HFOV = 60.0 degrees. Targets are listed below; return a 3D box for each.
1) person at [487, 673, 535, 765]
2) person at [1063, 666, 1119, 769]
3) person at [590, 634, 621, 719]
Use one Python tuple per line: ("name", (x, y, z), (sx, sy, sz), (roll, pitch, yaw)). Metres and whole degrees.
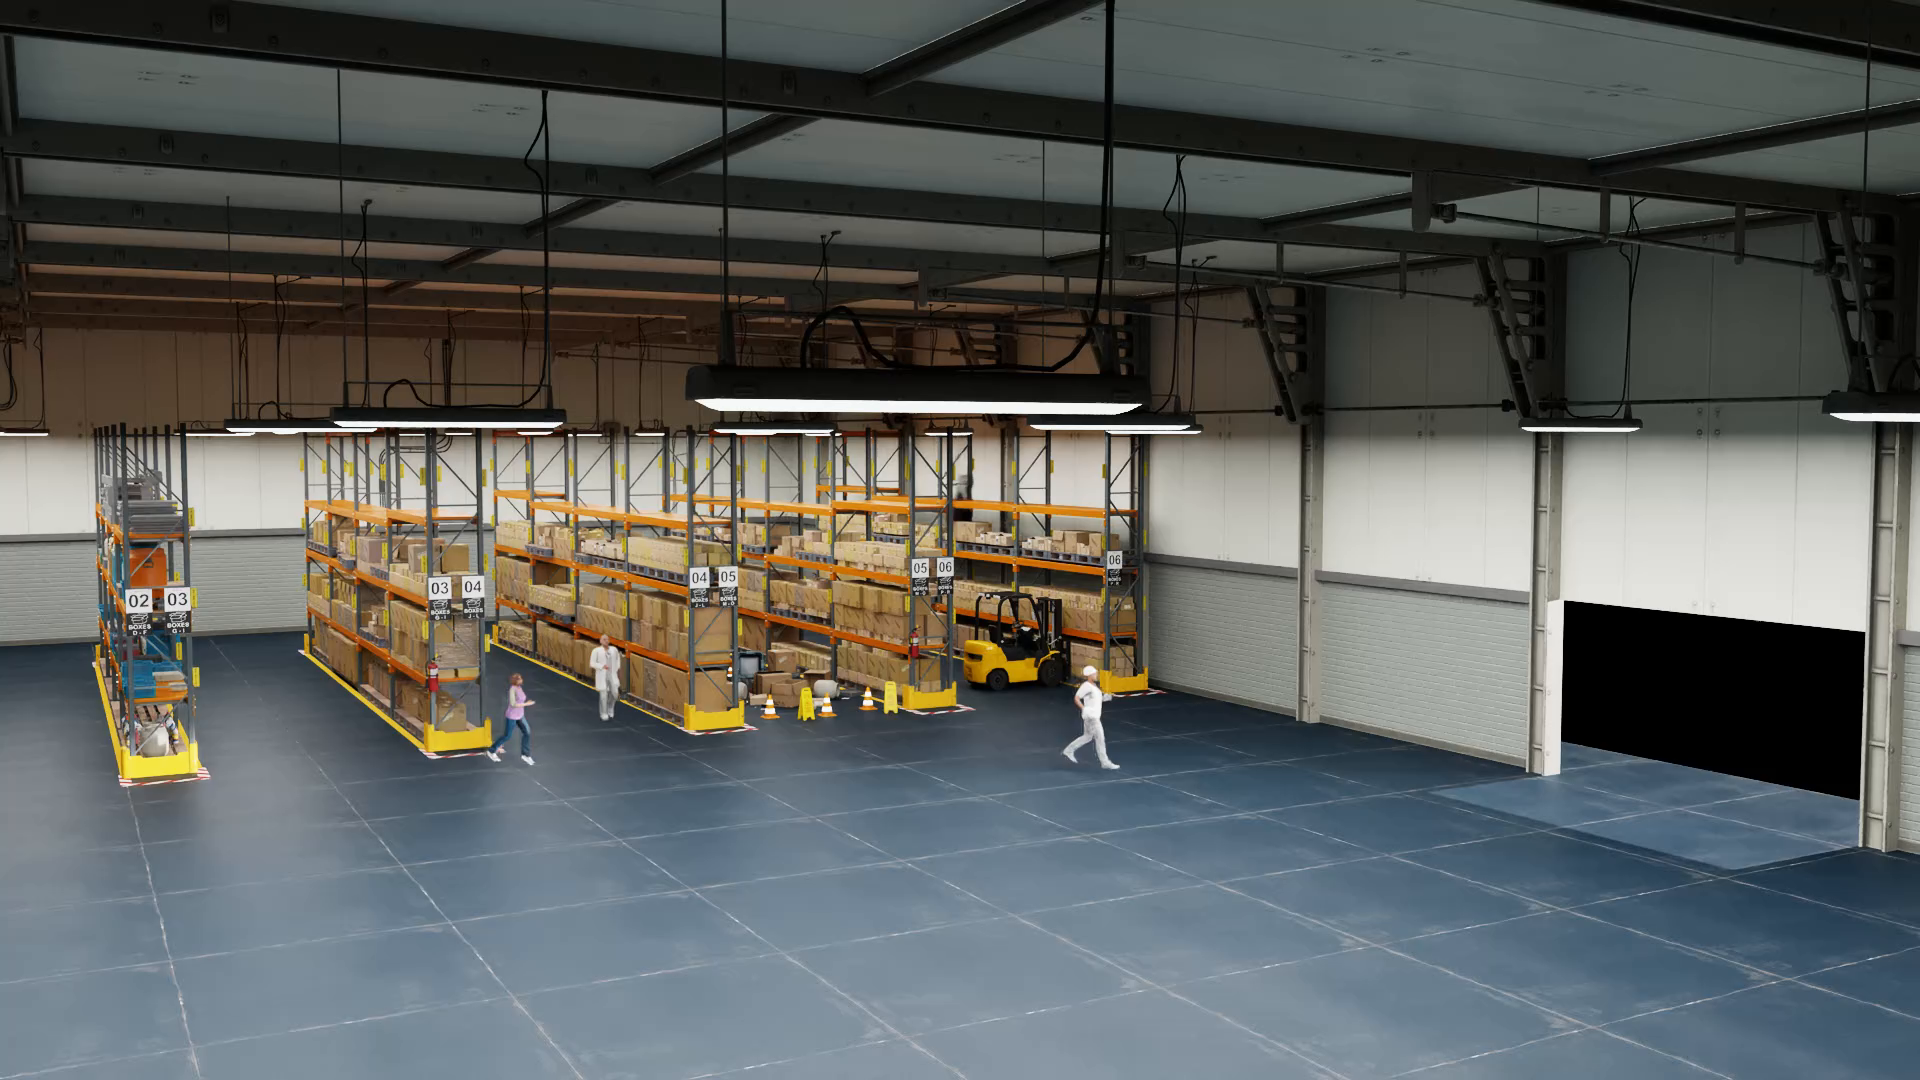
("person", (-7.880, 3.155, 29.259), (0.849, 1.638, 0.549), (1, 3, 8))
("person", (2.269, 3.060, 28.801), (1.003, 1.763, 0.687), (1, 4, 10))
("person", (-7.174, 2.794, 33.816), (0.689, 1.743, 0.681), (-2, 4, -28))
